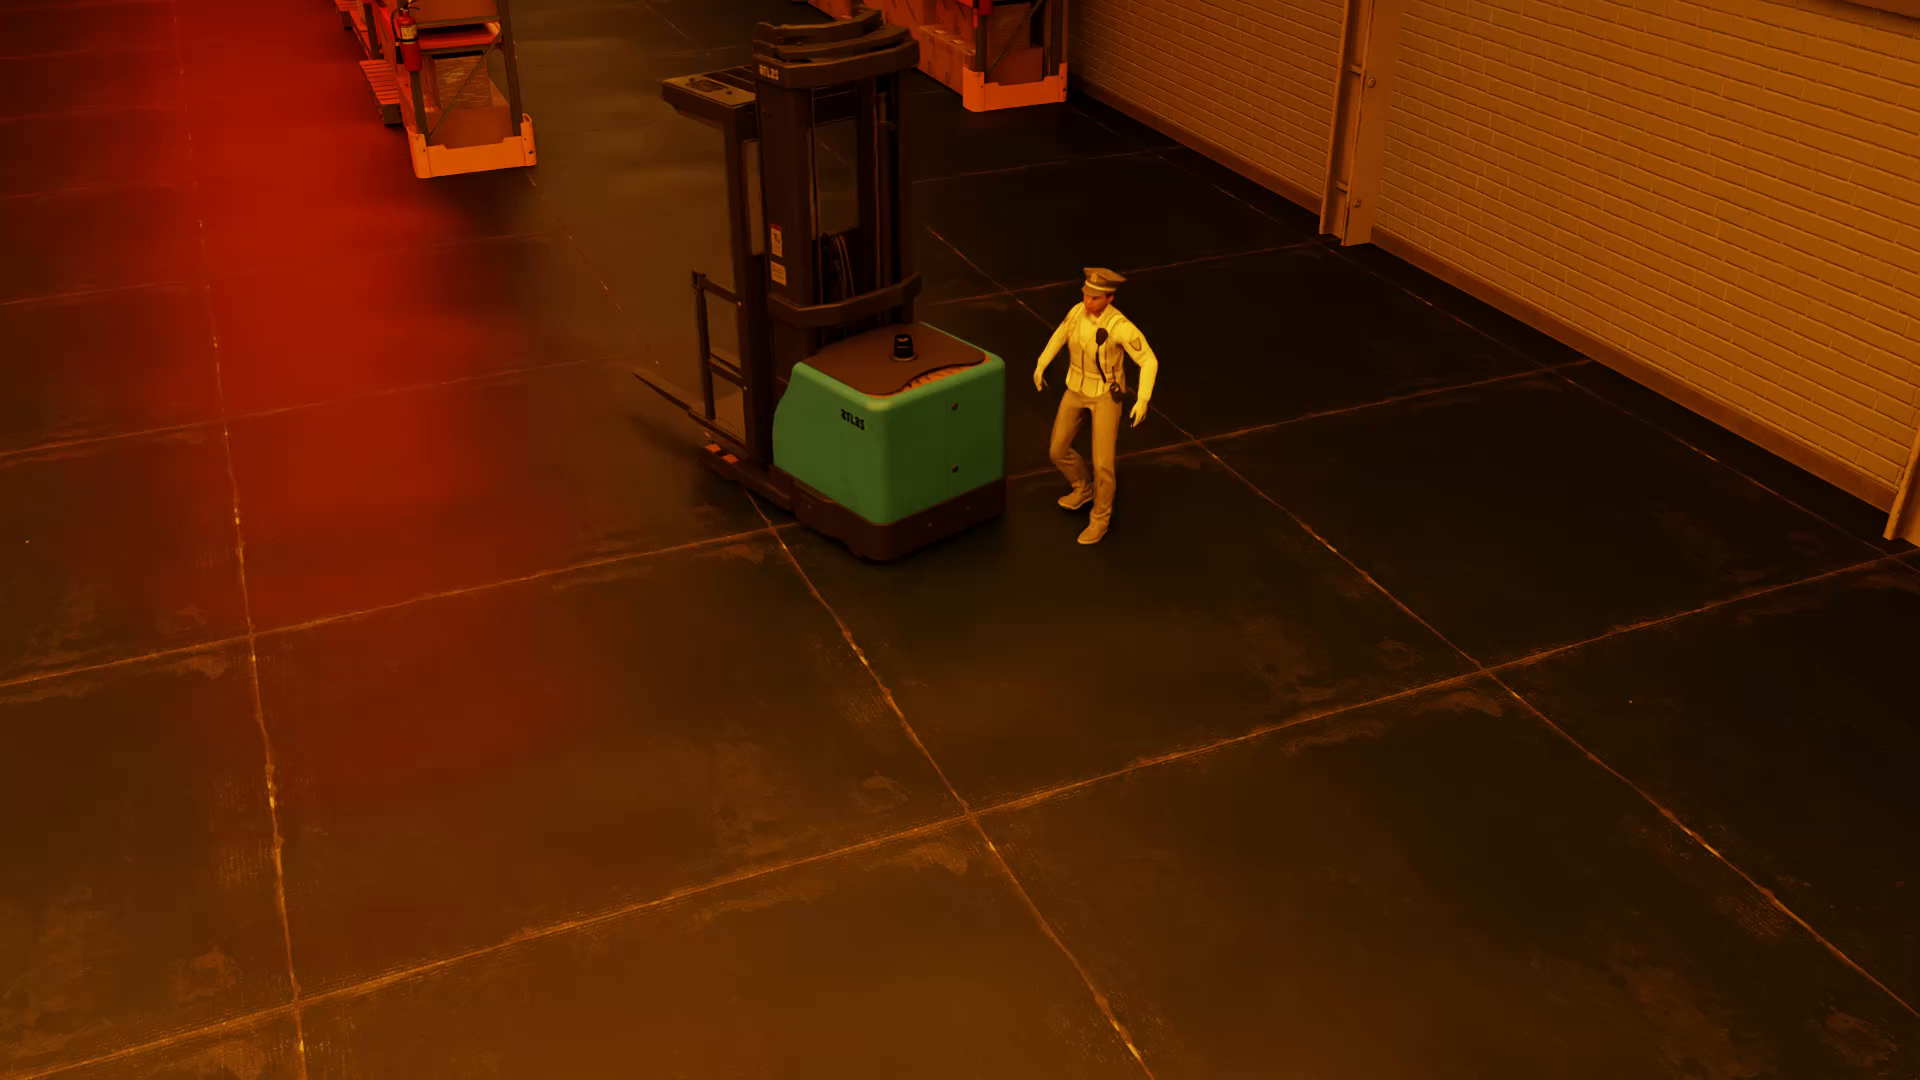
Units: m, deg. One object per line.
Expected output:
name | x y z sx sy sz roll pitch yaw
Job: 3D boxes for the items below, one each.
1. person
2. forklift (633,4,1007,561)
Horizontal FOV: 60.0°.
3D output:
person | 0.744 -0.838 9.918 0.822 1.631 0.529 26 38 37
forklift | -1.059 -1.805 10.276 1.130 2.935 3.031 -23 37 -35
